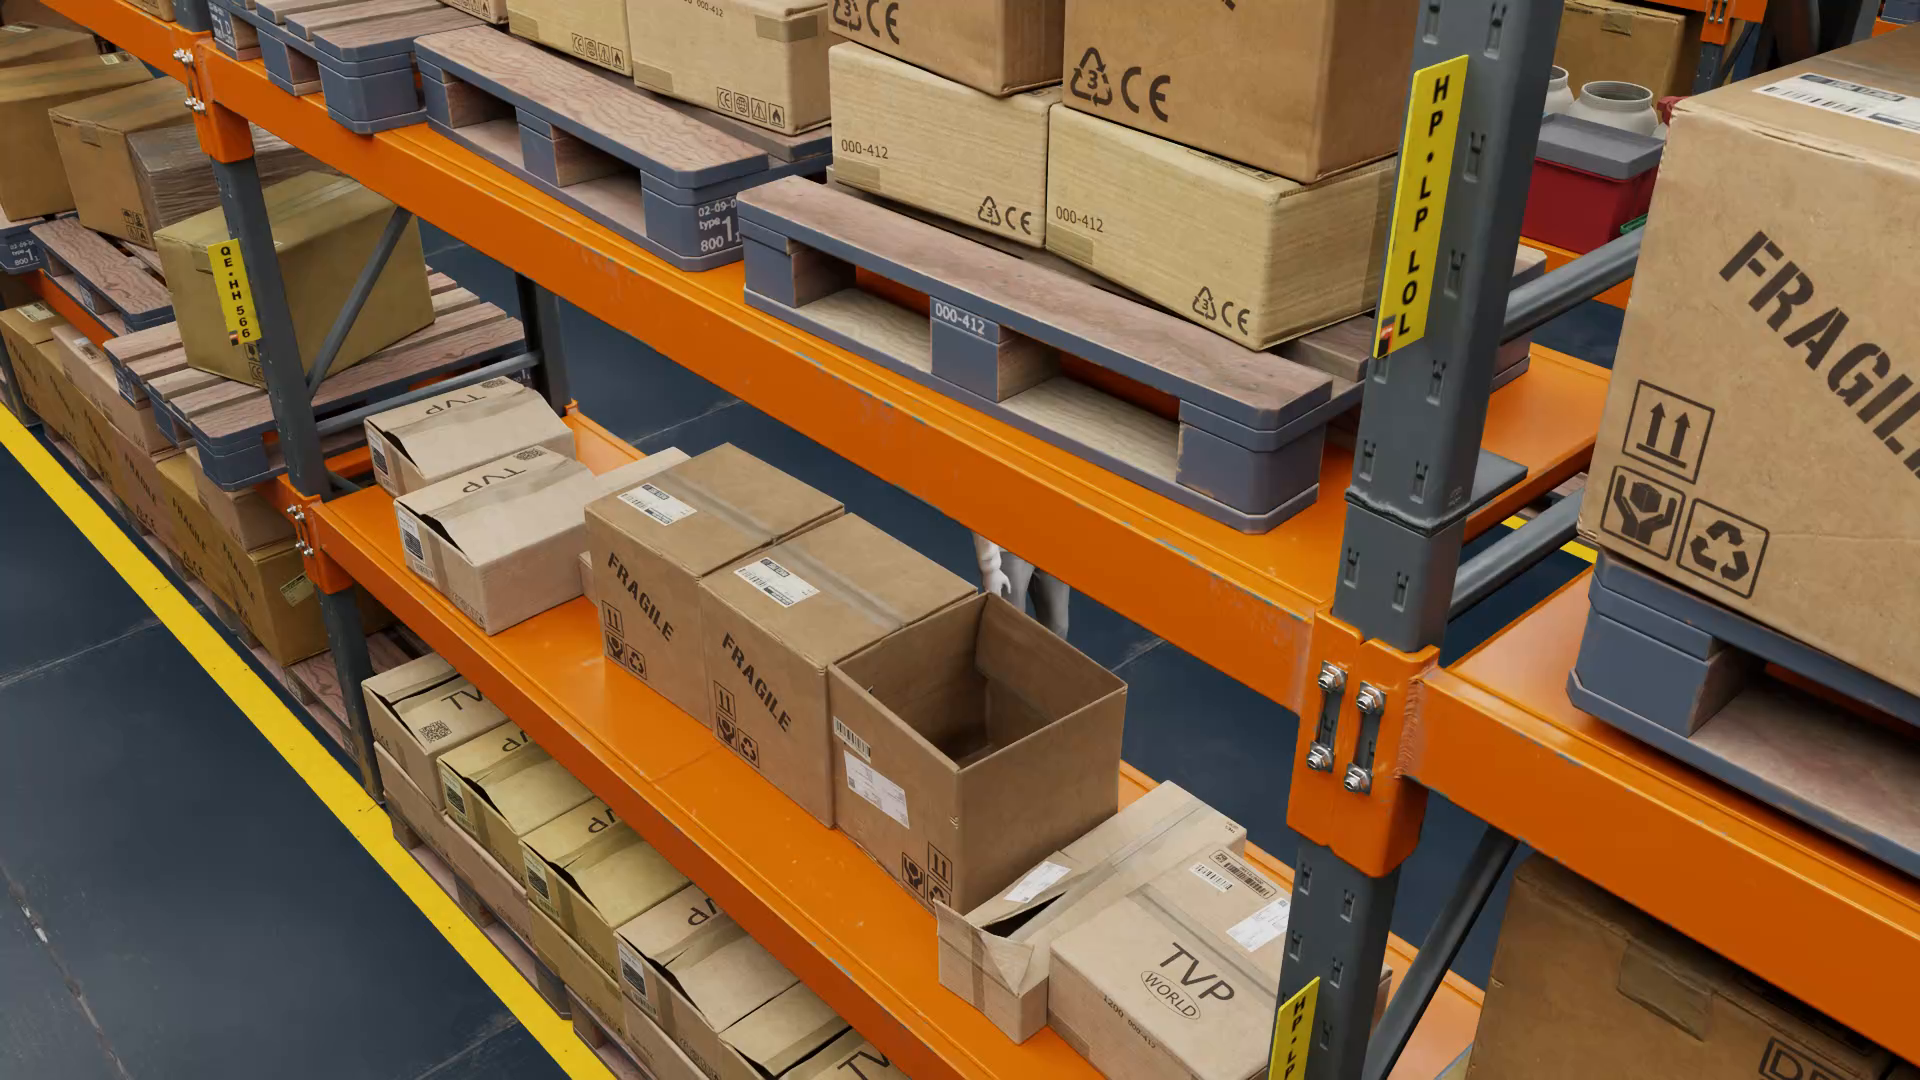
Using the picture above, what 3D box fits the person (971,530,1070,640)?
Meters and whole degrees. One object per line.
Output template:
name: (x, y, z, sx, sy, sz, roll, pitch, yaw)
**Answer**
person: (0.266, 0.032, 6.082, 0.418, 1.662, 0.532, 27, 41, 36)
